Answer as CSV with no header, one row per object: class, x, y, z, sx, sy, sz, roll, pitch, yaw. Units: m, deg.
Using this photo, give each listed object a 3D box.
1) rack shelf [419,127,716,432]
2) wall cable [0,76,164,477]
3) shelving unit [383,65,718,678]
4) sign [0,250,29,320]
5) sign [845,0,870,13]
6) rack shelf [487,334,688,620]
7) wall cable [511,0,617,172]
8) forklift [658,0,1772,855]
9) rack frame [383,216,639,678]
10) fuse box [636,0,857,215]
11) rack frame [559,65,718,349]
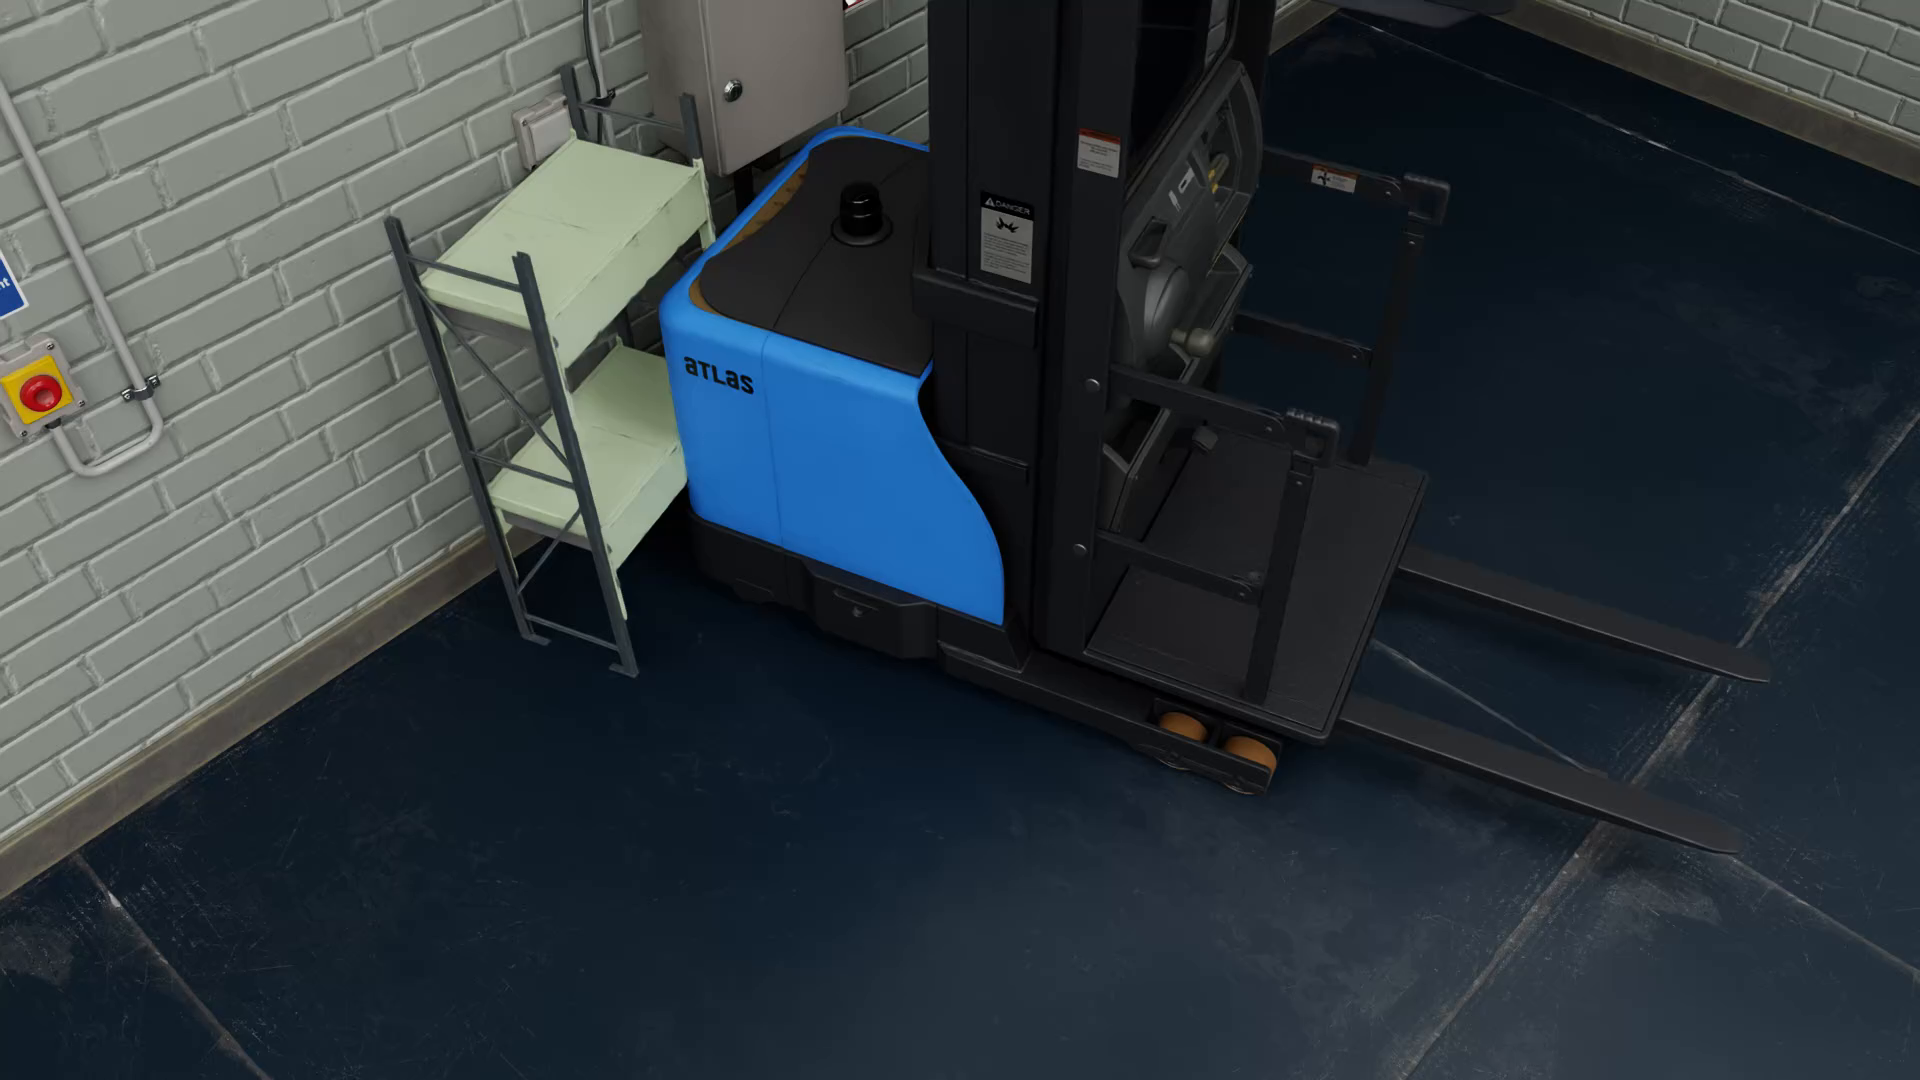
rack shelf,-1.006,-0.693,4.330,0.431,0.370,0.720,17,49,18
wall cable,-2.068,-0.761,3.188,0.123,1.953,0.585,34,55,28
shelving unit,-0.995,-0.422,4.611,0.431,1.500,0.755,17,49,18
sign,-2.146,-0.499,3.476,0.001,0.218,0.327,34,55,28
sign,-0.354,-1.790,4.938,0.001,0.494,0.329,34,55,28
rack shelf,-0.986,-0.196,4.846,0.431,0.370,0.720,17,49,18
wall cable,-1.115,-1.515,3.918,0.122,1.984,0.588,34,55,28
forklift,0.742,-0.748,3.942,3.031,2.935,1.130,19,50,17
rack frame,-1.147,-0.180,4.383,0.400,1.500,0.023,17,49,18
fuse box,-0.536,-1.014,5.029,0.414,1.711,0.539,34,55,28
rack frame,-0.843,-0.665,4.839,0.400,1.500,0.023,17,49,18
